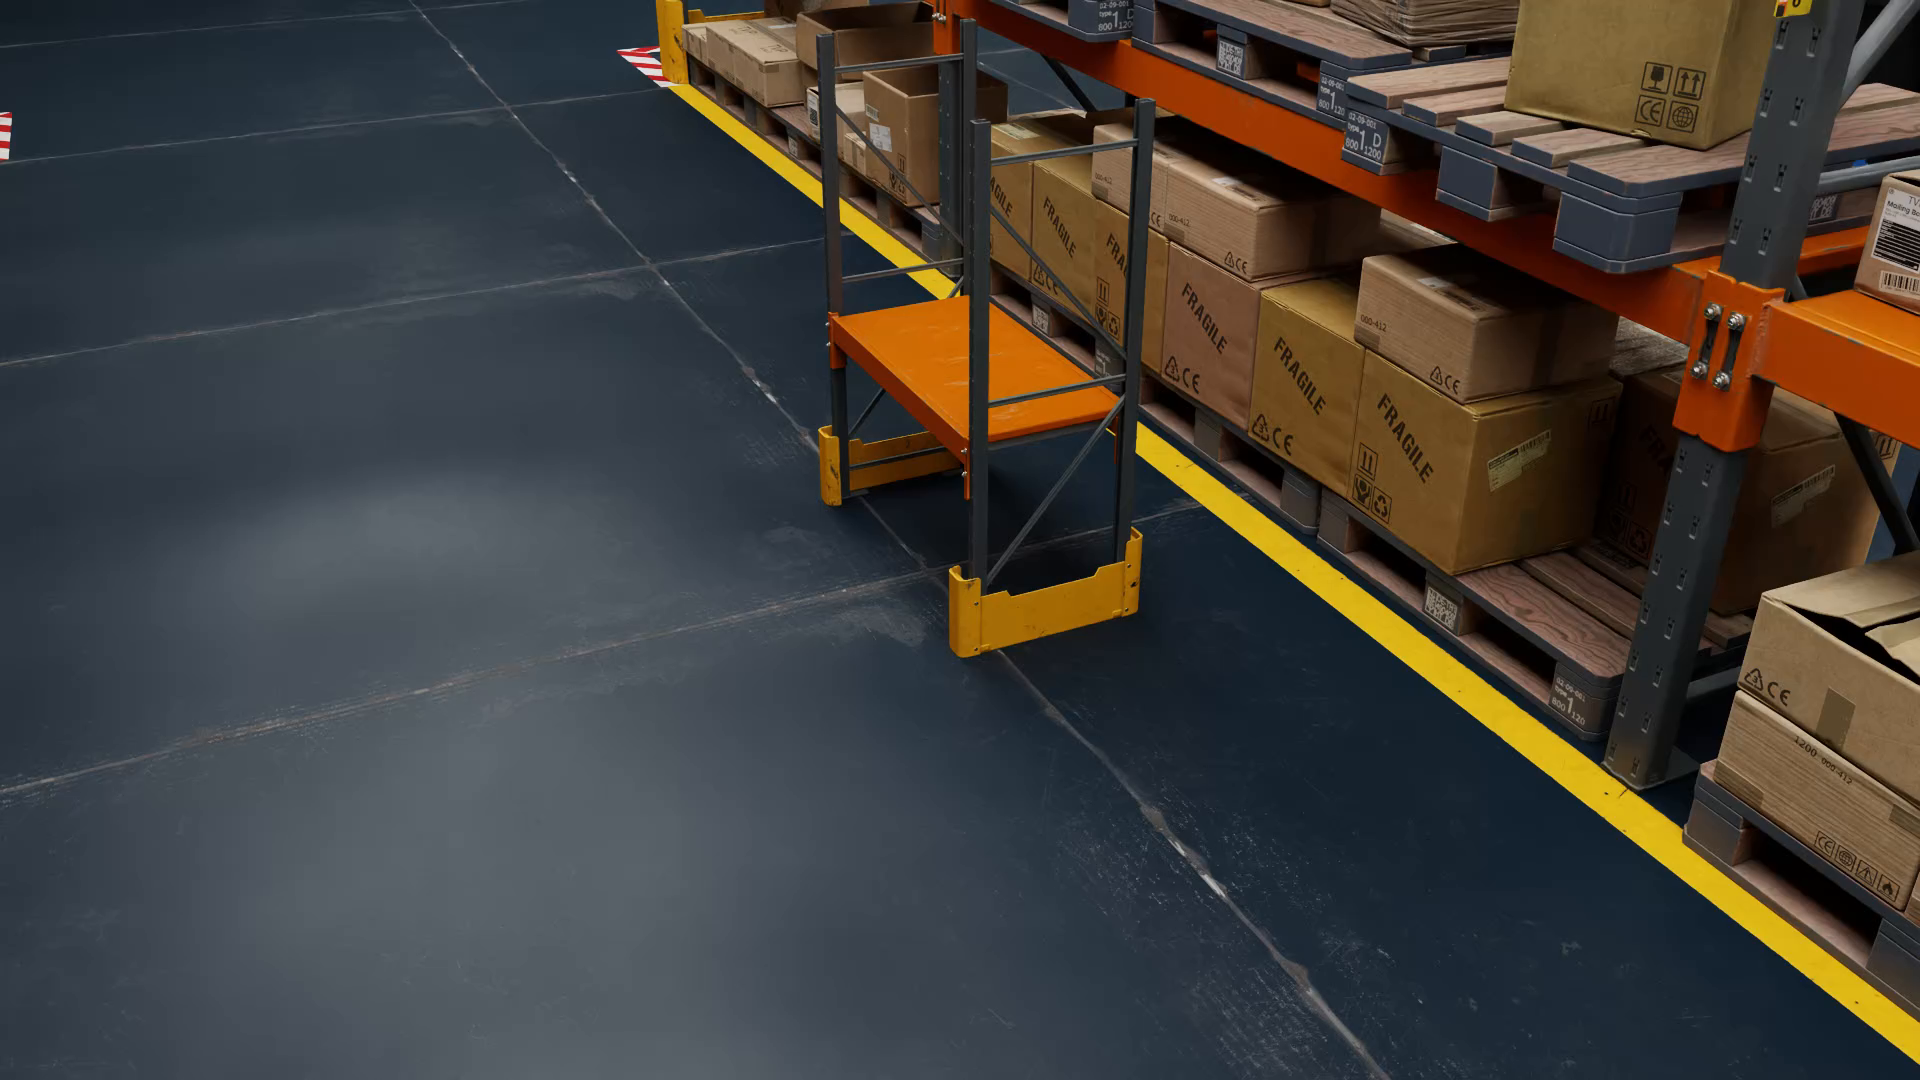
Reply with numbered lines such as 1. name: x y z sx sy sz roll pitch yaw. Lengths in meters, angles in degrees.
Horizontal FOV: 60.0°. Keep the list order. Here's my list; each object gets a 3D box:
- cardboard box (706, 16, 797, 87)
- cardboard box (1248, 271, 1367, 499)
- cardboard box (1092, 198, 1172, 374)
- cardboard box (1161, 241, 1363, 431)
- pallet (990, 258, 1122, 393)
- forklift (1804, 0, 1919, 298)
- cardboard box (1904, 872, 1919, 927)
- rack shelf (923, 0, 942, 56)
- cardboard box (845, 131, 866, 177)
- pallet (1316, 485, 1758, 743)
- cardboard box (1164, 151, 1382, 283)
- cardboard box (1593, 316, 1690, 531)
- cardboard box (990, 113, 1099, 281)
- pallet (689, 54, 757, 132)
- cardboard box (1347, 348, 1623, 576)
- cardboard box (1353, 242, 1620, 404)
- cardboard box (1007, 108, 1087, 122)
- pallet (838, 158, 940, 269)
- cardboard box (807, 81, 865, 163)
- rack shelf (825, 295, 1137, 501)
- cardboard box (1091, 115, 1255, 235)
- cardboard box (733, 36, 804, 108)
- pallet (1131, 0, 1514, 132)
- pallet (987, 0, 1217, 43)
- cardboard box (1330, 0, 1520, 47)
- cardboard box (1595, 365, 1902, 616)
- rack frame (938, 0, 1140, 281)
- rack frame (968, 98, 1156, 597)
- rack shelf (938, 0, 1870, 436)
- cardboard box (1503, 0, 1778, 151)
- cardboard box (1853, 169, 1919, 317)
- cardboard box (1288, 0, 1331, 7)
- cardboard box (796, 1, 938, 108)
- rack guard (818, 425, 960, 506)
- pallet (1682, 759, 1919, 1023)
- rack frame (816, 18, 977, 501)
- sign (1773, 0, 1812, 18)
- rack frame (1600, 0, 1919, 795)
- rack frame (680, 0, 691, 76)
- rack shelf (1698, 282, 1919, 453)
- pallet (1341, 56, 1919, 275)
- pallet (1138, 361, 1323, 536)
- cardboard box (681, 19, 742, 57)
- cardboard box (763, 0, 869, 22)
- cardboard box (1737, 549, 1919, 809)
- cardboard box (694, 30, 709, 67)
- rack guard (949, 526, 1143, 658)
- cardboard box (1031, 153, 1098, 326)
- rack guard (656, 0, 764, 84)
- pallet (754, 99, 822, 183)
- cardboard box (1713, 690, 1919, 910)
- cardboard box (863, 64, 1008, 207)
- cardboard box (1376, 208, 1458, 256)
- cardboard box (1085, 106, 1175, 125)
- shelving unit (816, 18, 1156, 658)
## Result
1. cardboard box: -1.139 -2.814 9.563 0.500 0.250 0.500 -13 32 -22
2. cardboard box: 1.268 -0.503 5.185 0.500 0.500 0.500 -14 32 -24
3. cardboard box: 0.820 -0.957 5.995 0.500 0.500 0.500 -13 32 -21
4. cardboard box: 1.037 -0.733 5.596 0.500 0.500 0.500 -14 32 -24
5. pallet: 0.769 -1.008 6.831 1.003 0.211 1.213 -13 32 -22
6. forklift: 4.157 -2.193 6.164 3.031 2.935 1.130 15 33 25
7. cardboard box: 2.279 0.723 3.276 0.500 0.250 0.500 -14 32 -23
8. rack shelf: -0.473 -3.145 8.527 1.077 0.370 4.000 -13 32 -22
9. cardboard box: -0.330 -1.869 7.981 0.380 0.149 0.250 -13 32 -22
10. pallet: 1.817 0.070 4.909 1.003 0.211 1.213 -13 32 -22
11. cardboard box: 1.019 -1.076 5.441 0.500 0.250 0.500 -14 32 -23
12. cardboard box: 1.936 -0.401 5.005 0.500 0.500 0.500 -14 32 -24
13. cardboard box: 0.374 -1.412 6.807 0.500 0.500 0.500 -15 32 -24
14. pallet: -0.955 -2.740 9.922 1.003 0.211 1.213 -13 32 -22
15. cardboard box: 1.490 -0.274 4.778 0.500 0.500 0.500 -12 31 -20
16. cardboard box: 1.462 -0.625 4.637 0.500 0.250 0.500 -12 31 -20
17. cardboard box: 0.401 -1.825 7.738 0.500 0.311 0.500 -13 32 -22
18. pallet: 0.092 -1.663 7.999 1.003 0.211 1.213 -13 32 -22
19. cardboard box: -0.437 -2.118 8.259 0.500 0.311 0.500 -13 32 -22
20. rack shelf: 0.037 -0.460 4.904 0.538 0.185 1.000 -13 32 -22
21. cardboard box: 0.803 -1.298 5.836 0.500 0.250 0.500 -13 32 -22
22. cardboard box: -0.925 -2.593 9.170 0.500 0.250 0.500 -13 32 -22
23. pallet: 1.264 -1.583 5.202 1.003 0.211 1.213 -13 32 -22
24. pallet: 0.630 -2.116 6.153 1.003 0.211 1.213 -13 32 -22
25. cardboard box: 1.511 -1.734 4.744 0.700 0.500 0.500 -7 30 -13
26. cardboard box: 2.166 -0.171 4.594 0.500 0.500 0.500 -12 31 -20
27. rack frame: 0.386 -2.575 6.776 1.000 3.000 0.127 -13 32 -22
28. rack frame: 0.255 -0.392 4.416 0.500 1.500 0.032 -13 32 -22
29. rack shelf: 1.245 -1.378 5.376 1.077 0.370 4.000 -13 32 -22
30. cardboard box: 1.731 -1.290 3.952 0.700 0.500 0.500 -26 38 -38
31. cardboard box: 2.220 -0.600 3.344 0.500 0.311 0.500 -11 31 -19
32. cardboard box: 1.200 -2.035 5.280 0.700 0.500 0.500 -22 36 -34
33. cardboard box: -0.425 -2.507 8.757 0.797 0.503 0.637 -13 32 -22
34. rack guard: -0.181 -0.295 5.521 0.587 0.250 0.087 -13 32 -22
35. pallet: 2.421 0.780 3.644 1.003 0.211 1.213 -13 32 -22
36. rack frame: -0.182 -0.841 5.216 0.500 1.500 0.032 -13 32 -22
37. sign: 1.617 -1.161 3.150 0.100 0.325 0.005 -13 32 -22
38. rack frame: 2.103 -0.808 3.625 1.000 3.000 0.127 -13 32 -22
39. rack frame: -1.331 -4.342 9.927 1.000 3.000 0.127 -13 32 -22
40. rack shelf: 2.962 0.389 2.225 1.077 0.370 4.000 -13 32 -22
41. pallet: 1.749 -1.009 4.179 1.213 0.211 1.003 -13 32 -22
42. pallet: 1.297 -0.468 5.869 1.003 0.211 1.213 -13 32 -22
43. cardboard box: -1.462 -3.034 10.058 0.380 0.149 0.250 -13 32 -22
44. cardboard box: -0.875 -3.255 10.095 0.500 0.500 0.500 -13 32 -22
45. cardboard box: 2.063 0.256 3.535 0.500 0.311 0.500 -12 31 -20
46. cardboard box: -1.355 -2.931 9.857 0.380 0.166 0.250 -13 32 -22
47. rack guard: 0.247 0.145 4.736 0.587 0.250 0.087 -13 32 -22
48. cardboard box: 0.613 -1.179 6.391 0.500 0.500 0.500 -13 32 -21
49. rack guard: -1.299 -3.218 10.478 1.175 0.500 0.348 -13 32 -22
50. pallet: -0.436 -2.202 8.962 1.003 0.211 1.213 -13 32 -22
51. cardboard box: 2.063 0.501 3.672 0.500 0.250 0.500 -13 32 -22
52. cardboard box: -0.115 -1.869 7.622 0.500 0.500 0.500 -13 32 -22
53. cardboard box: 1.497 -0.853 5.811 0.500 0.500 0.500 -14 32 -24
54. cardboard box: 0.857 -1.519 6.998 0.500 0.500 0.500 -13 32 -22
55. shelving unit: 0.033 -0.620 4.823 0.587 1.500 1.083 -13 32 -22
